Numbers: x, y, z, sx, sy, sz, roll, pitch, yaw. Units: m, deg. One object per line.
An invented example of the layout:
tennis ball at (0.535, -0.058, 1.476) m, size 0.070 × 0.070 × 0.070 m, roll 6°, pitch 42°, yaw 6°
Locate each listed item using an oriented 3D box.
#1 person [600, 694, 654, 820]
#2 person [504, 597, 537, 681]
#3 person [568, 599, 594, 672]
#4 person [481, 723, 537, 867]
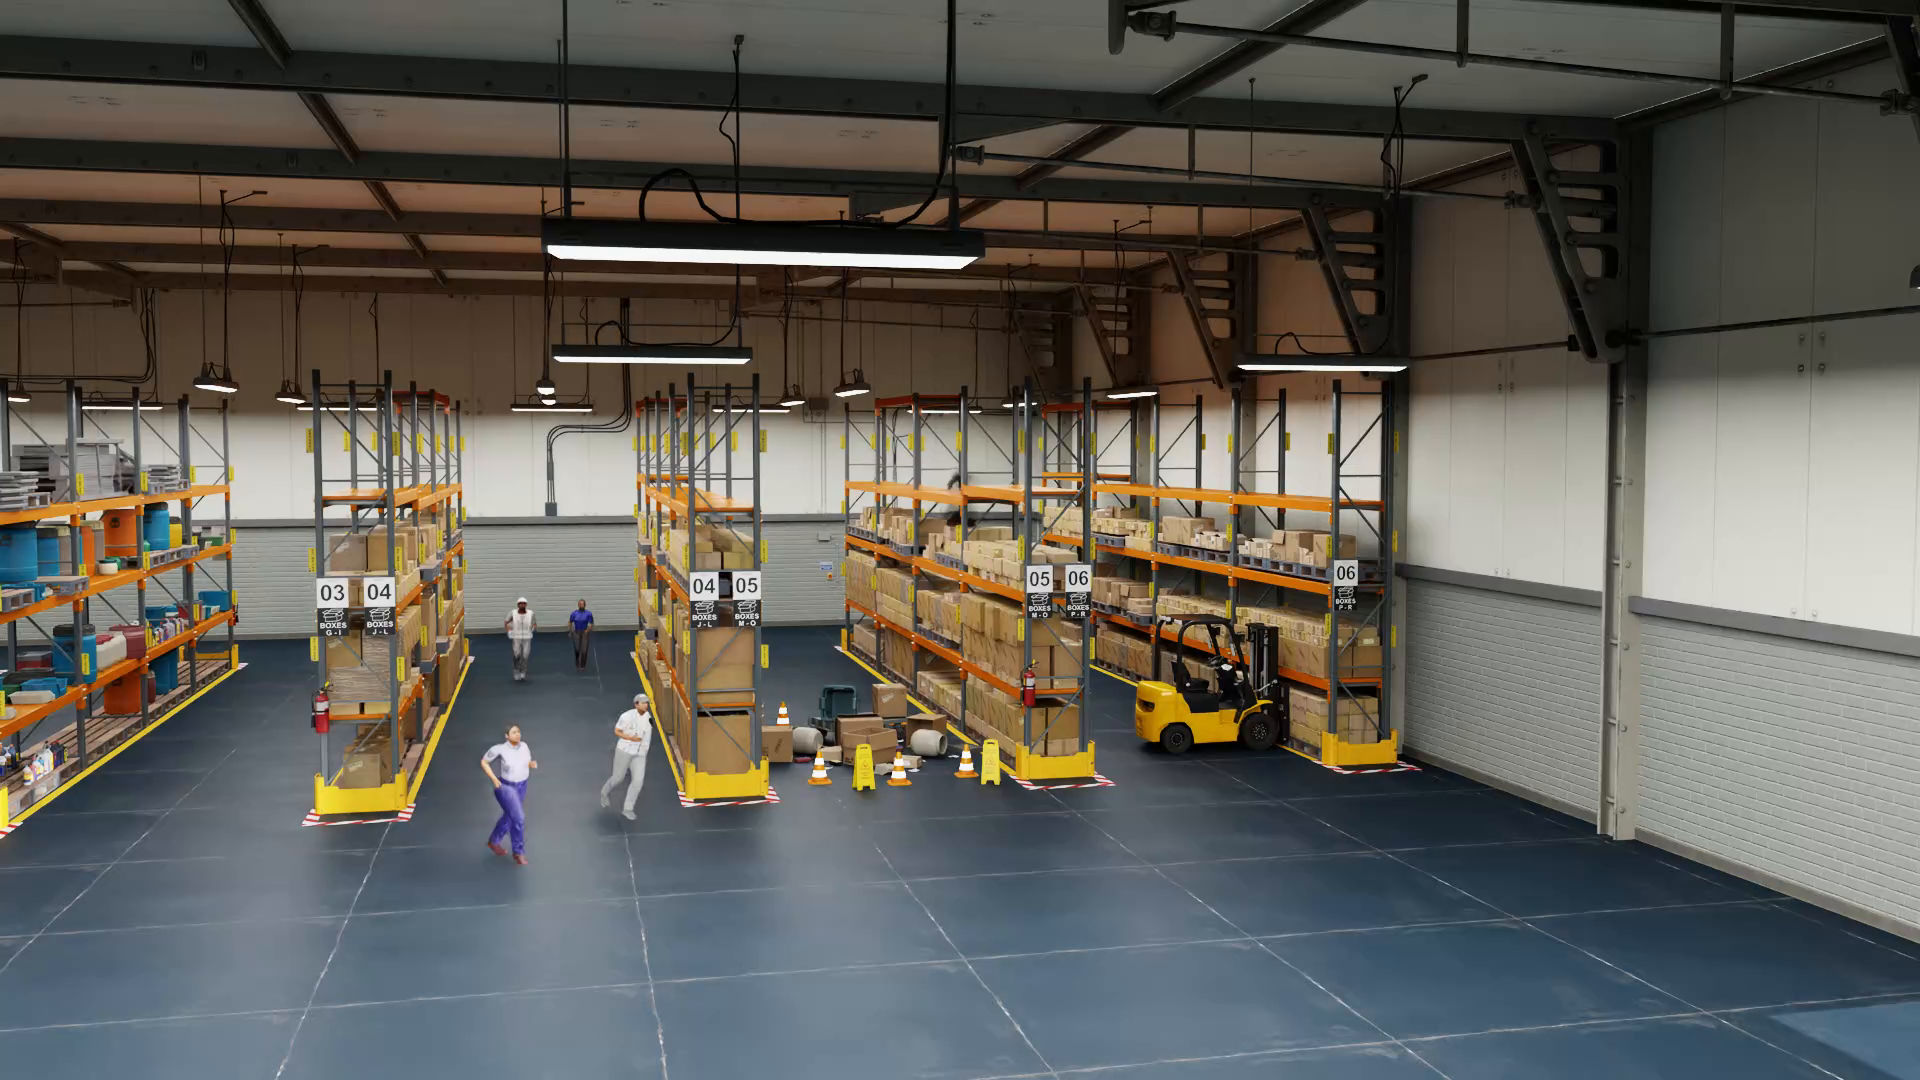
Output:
person at (-4.433, 2.897, 22.545) m, size 0.652 × 1.640 × 0.893 m, roll -2°, pitch 4°, yaw -37°
person at (-9.249, 2.092, 35.104) m, size 0.656 × 1.761 × 0.657 m, roll -1°, pitch 4°, yaw -23°
person at (-8.302, 2.104, 36.433) m, size 0.566 × 1.602 × 0.588 m, roll -1°, pitch 3°, yaw -9°
person at (-5.392, 3.041, 19.968) m, size 0.775 × 1.712 × 0.577 m, roll 2°, pitch 4°, yaw 28°
